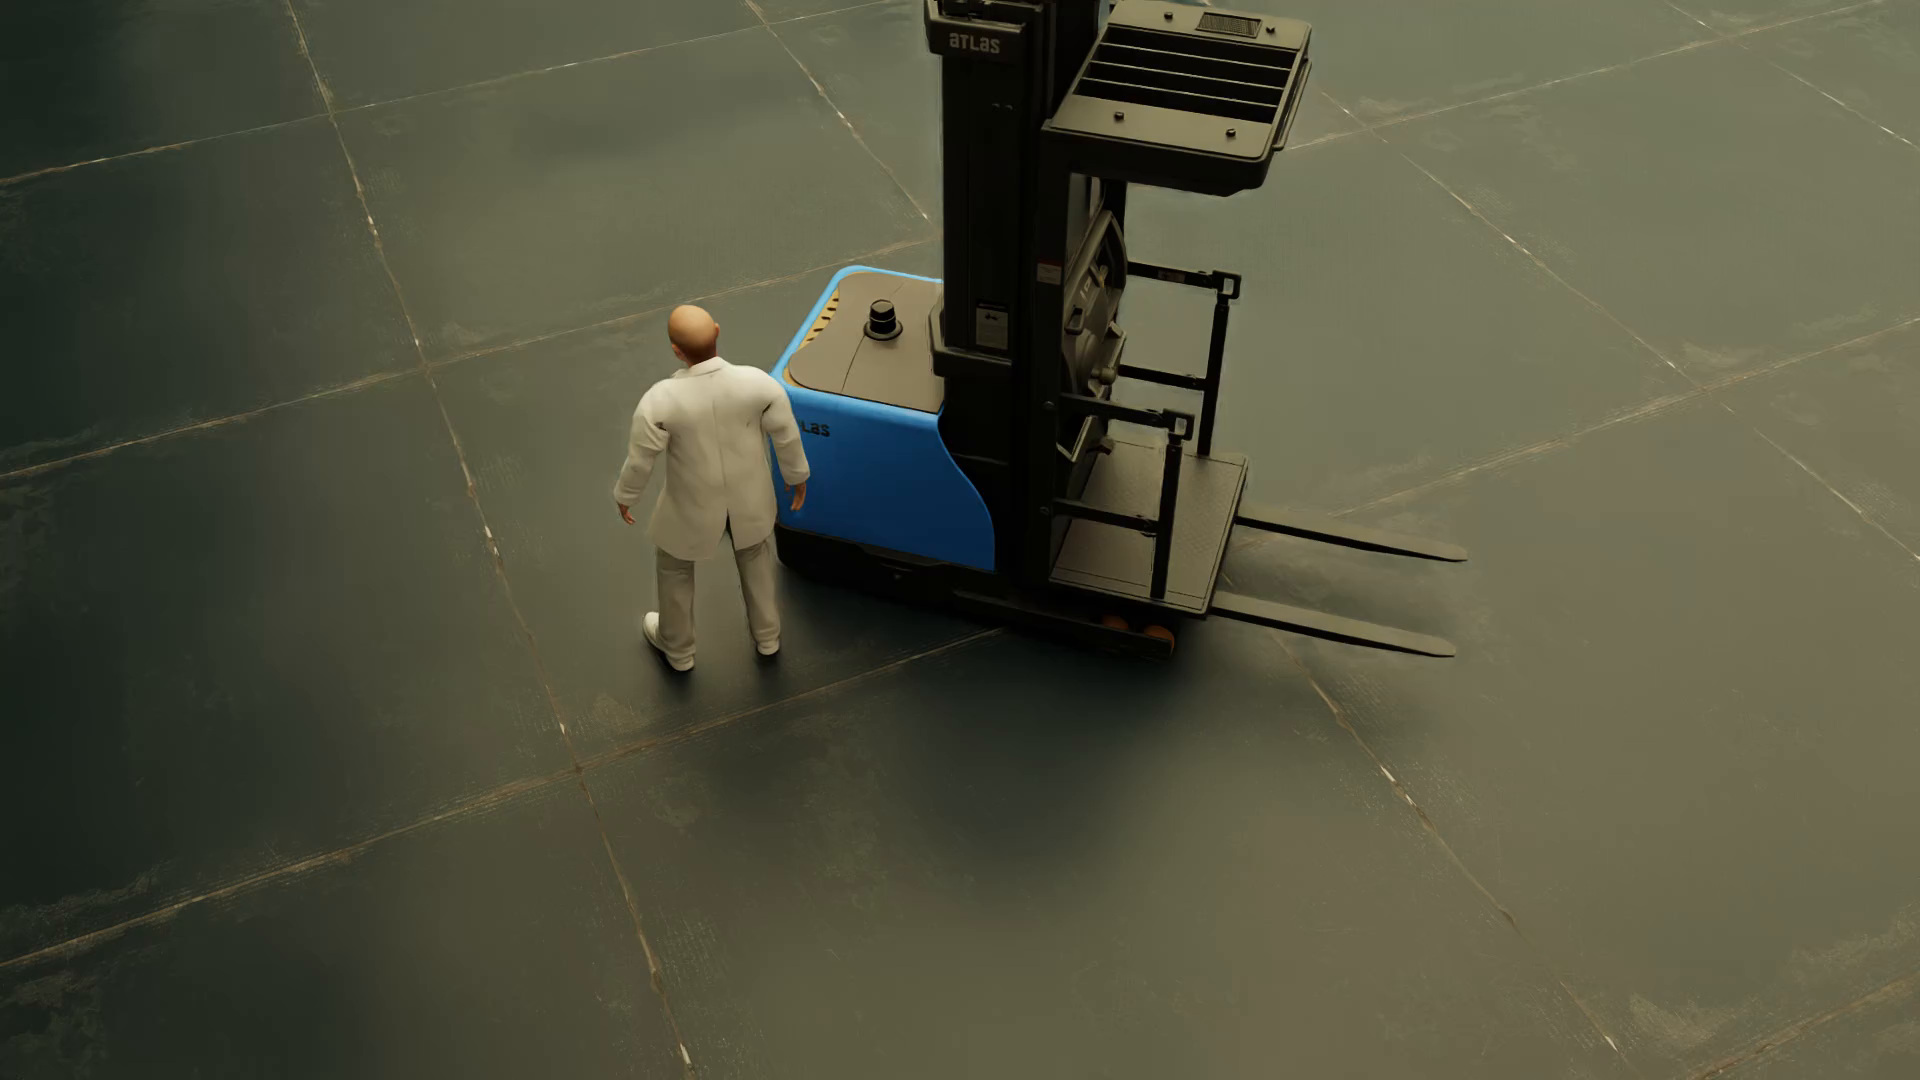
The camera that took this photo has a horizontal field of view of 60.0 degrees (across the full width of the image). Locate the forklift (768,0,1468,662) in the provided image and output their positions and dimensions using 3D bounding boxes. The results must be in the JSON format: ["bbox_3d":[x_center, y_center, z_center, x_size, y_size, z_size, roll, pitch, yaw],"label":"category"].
[{"bbox_3d":[0.731,-0.947,6.695,3.031,2.935,1.130,12,44,13],"label":"forklift"}]

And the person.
[{"bbox_3d":[-1.014,-0.227,6.781,0.789,1.763,0.430,-15,45,-16],"label":"person"}]
